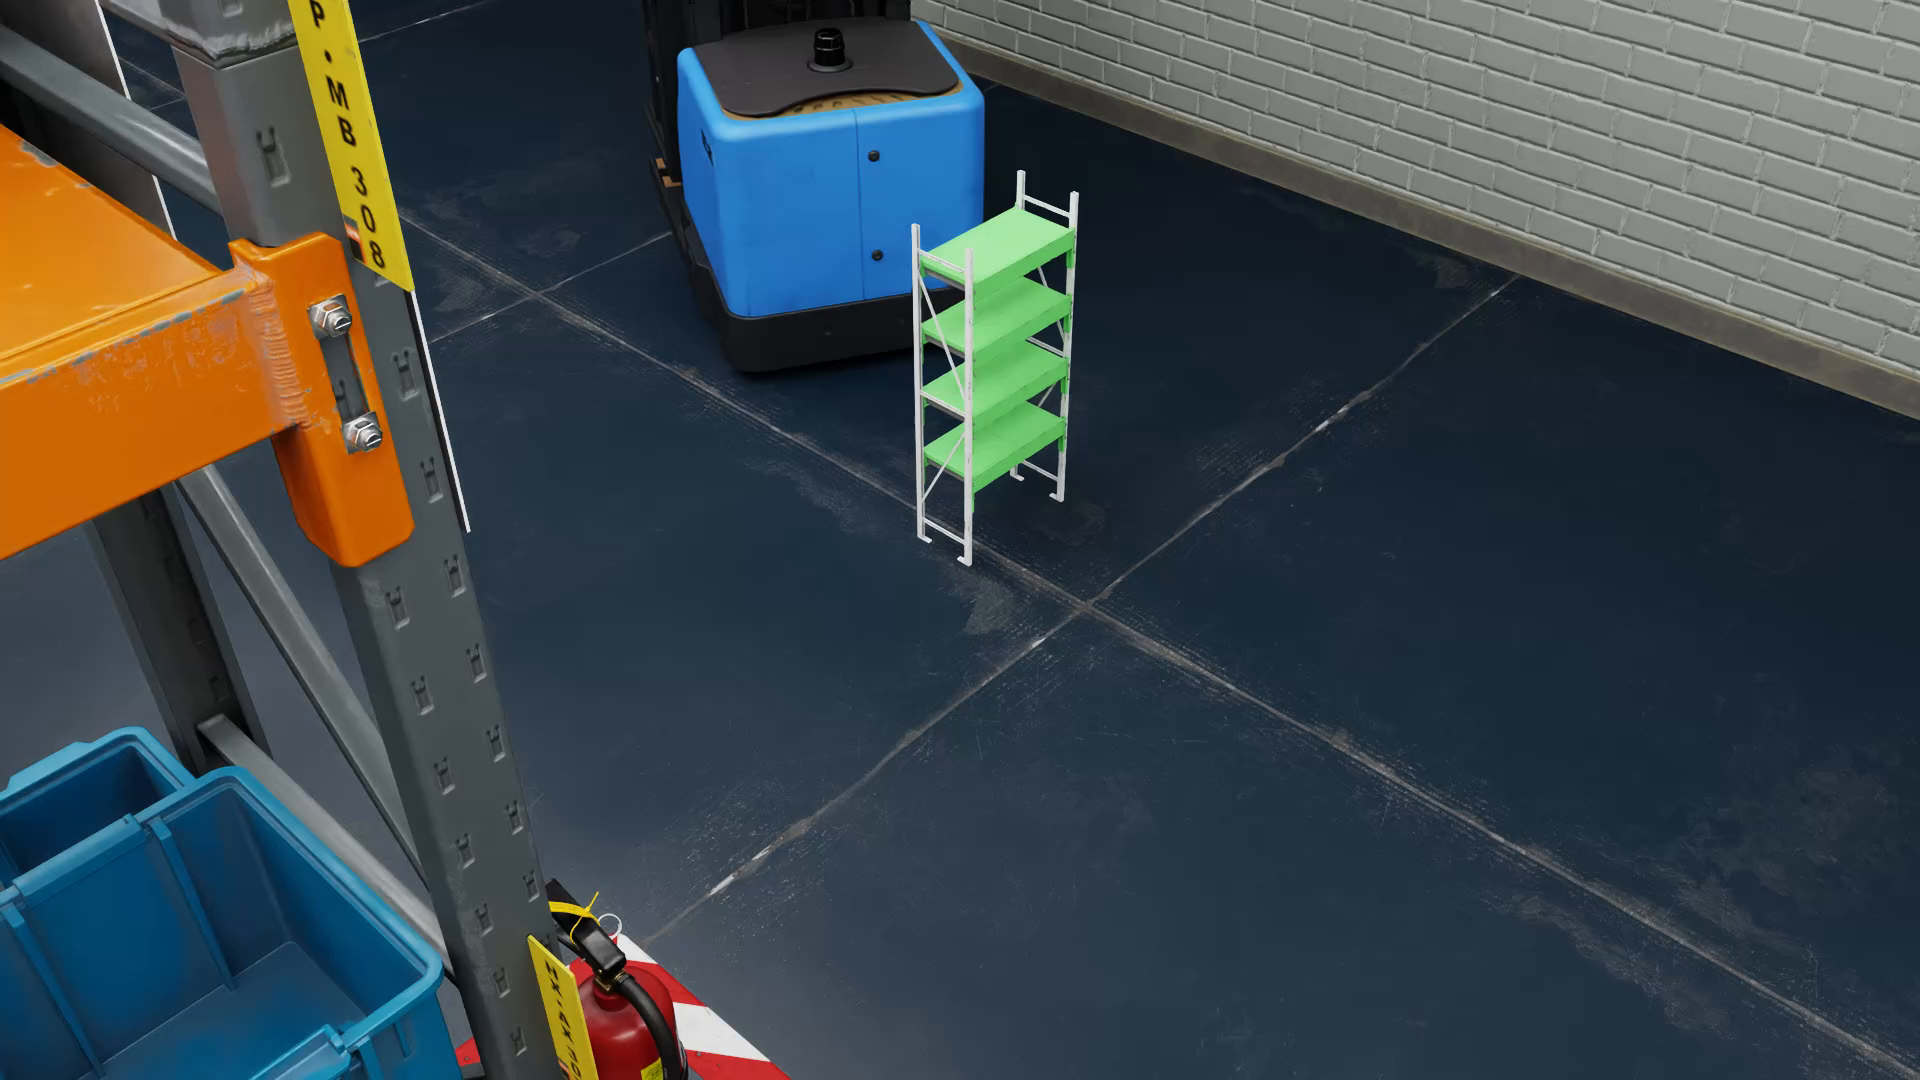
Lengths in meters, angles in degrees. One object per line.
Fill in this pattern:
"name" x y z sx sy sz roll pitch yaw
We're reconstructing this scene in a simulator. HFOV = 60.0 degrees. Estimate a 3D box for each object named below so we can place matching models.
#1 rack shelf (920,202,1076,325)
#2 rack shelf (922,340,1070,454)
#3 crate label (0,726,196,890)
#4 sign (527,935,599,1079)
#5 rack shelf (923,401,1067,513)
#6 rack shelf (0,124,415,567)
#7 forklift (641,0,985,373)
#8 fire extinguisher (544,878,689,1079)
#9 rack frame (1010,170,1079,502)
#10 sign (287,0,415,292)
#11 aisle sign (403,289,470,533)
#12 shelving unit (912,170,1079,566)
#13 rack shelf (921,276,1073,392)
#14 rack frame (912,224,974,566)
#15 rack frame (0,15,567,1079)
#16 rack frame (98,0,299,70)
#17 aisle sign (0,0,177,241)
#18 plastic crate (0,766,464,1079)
"rack shelf" 0.112 -0.871 5.213 0.258 0.148 0.480 30 47 32
"rack shelf" 0.112 -0.496 5.512 0.258 0.148 0.480 30 47 32
"crate label" -1.379 0.545 2.741 0.416 0.233 0.303 30 47 32
"sign" -0.553 0.687 2.345 0.100 0.325 0.005 30 47 32
"rack shelf" 0.112 -0.308 5.661 0.258 0.148 0.480 30 47 32
"rack shelf" -2.319 0.554 0.811 1.077 0.370 4.000 30 47 32
"forklift" -0.818 -2.720 6.815 1.130 2.935 3.031 -11 40 -14
"fire extinguisher" -0.533 0.825 2.664 0.296 0.674 0.183 30 47 32
"rack frame" 0.276 -0.658 5.613 0.240 1.200 0.015 30 47 32
"sign" -0.553 -0.382 1.494 0.100 0.325 0.005 30 47 32
"aisle sign" -0.705 -0.400 1.754 0.394 0.787 0.004 30 47 32
"shelving unit" 0.112 -0.546 5.472 0.258 1.200 0.503 30 47 32
"rack shelf" 0.112 -0.683 5.363 0.258 0.148 0.480 30 47 32
"rack frame" -0.053 -0.434 5.331 0.240 1.200 0.015 30 47 32
"rack frame" -0.970 0.528 2.676 1.000 3.000 0.127 30 47 32
"rack frame" -0.970 -1.821 0.809 1.000 3.000 0.127 30 47 32
"aisle sign" -1.140 -0.648 2.066 0.394 0.787 0.004 30 47 32
"plastic crate" -1.058 0.722 2.355 0.616 0.435 0.499 30 47 32
